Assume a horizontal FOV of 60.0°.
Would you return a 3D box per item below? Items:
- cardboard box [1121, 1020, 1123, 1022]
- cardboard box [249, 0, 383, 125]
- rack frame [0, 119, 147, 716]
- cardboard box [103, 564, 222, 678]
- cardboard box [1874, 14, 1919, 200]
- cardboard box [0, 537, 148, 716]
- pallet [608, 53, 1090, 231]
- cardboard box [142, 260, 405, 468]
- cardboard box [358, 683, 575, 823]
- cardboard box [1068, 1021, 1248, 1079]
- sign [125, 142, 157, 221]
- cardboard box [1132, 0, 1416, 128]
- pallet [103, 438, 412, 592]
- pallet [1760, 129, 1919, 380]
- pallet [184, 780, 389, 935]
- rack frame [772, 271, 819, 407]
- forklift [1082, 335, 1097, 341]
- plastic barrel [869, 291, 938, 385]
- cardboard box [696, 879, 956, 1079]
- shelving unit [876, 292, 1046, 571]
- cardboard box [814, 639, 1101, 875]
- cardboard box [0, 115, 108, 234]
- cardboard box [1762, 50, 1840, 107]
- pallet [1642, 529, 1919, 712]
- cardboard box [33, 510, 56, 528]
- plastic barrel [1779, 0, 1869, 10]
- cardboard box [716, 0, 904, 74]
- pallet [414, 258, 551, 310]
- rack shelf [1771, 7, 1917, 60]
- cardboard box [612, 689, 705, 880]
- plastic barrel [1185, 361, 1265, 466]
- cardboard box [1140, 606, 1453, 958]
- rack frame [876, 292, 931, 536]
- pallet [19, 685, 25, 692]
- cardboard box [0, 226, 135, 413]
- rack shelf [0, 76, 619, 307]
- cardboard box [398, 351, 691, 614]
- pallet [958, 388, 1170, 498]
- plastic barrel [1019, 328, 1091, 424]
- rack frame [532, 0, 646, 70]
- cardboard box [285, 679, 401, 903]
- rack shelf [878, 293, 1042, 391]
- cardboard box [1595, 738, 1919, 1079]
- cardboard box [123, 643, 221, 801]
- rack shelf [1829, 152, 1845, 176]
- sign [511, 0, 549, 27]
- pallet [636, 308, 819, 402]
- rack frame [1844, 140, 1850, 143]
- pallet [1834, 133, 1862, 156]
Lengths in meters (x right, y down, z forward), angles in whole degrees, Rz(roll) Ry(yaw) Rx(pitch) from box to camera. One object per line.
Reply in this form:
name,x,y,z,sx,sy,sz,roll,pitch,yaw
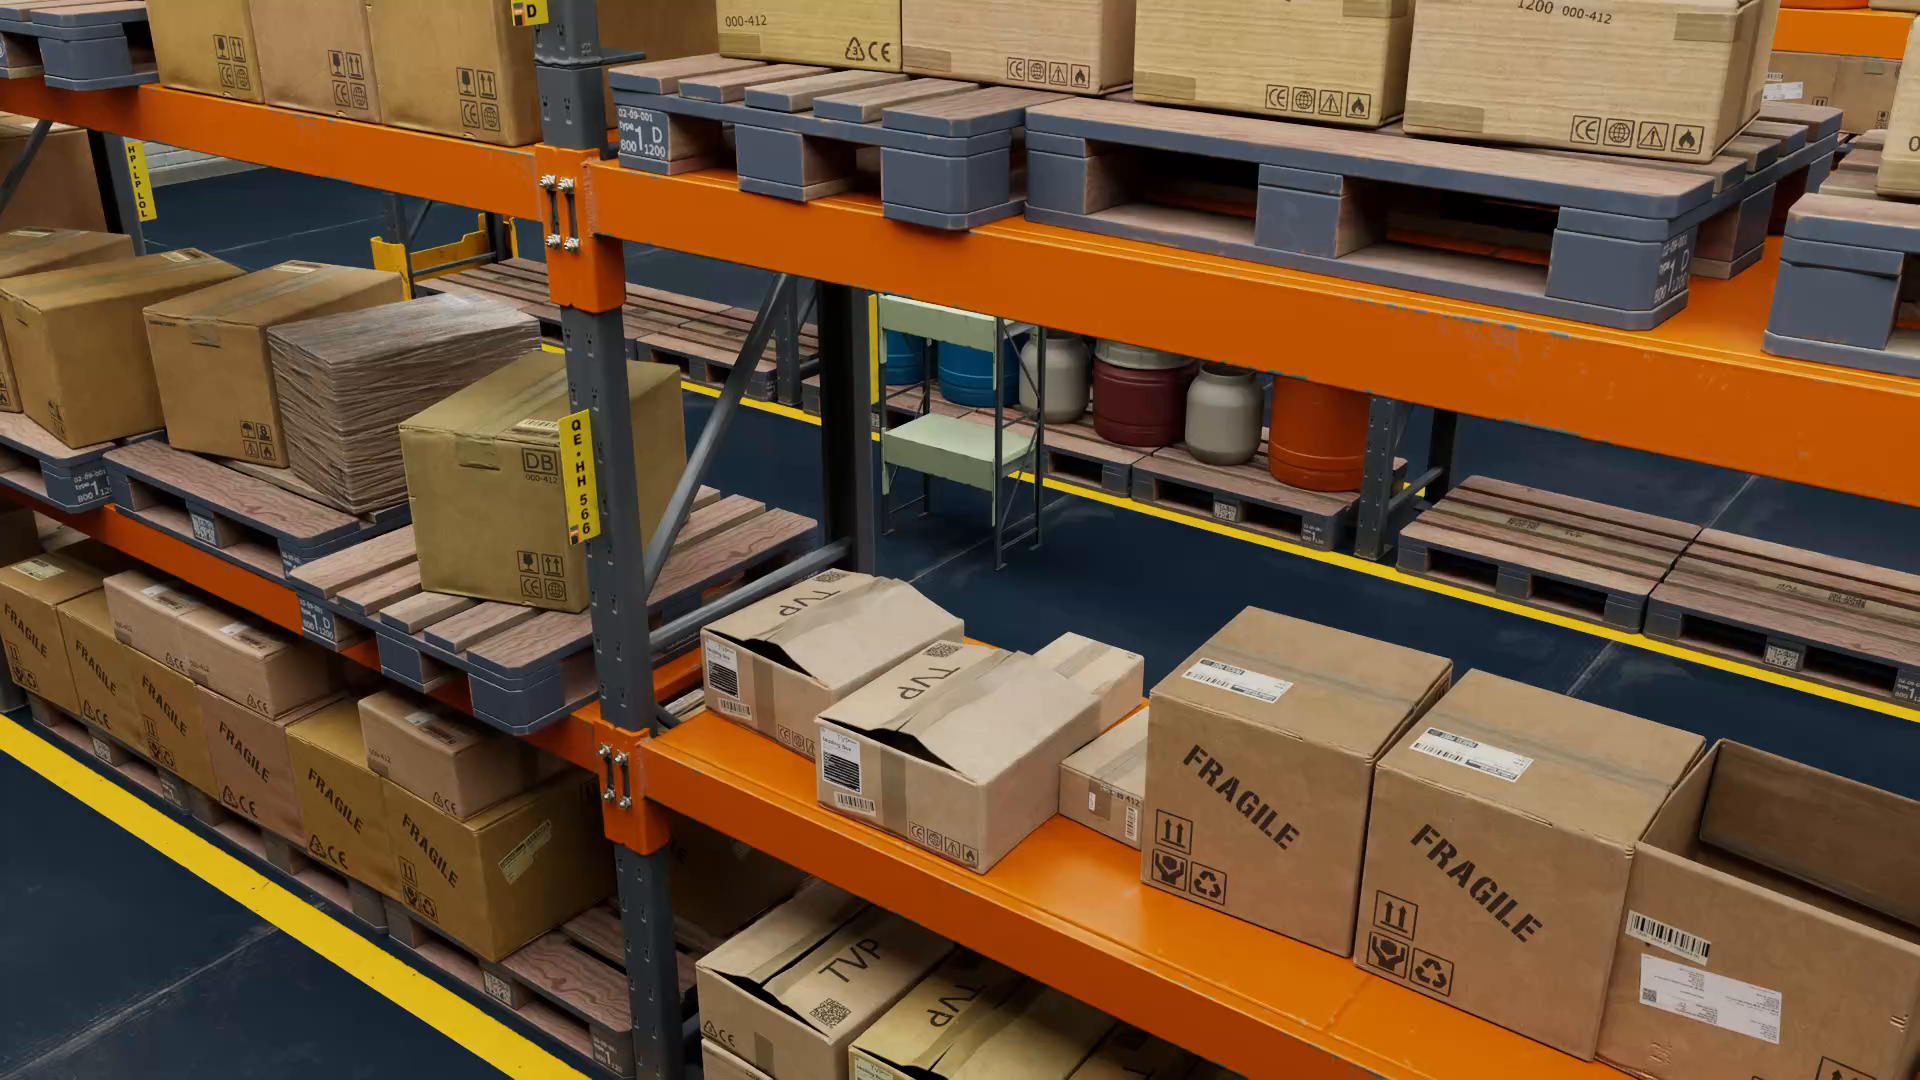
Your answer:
cardboard box,0.384,1.145,4.624,0.500,0.311,0.500,16,29,33
cardboard box,-1.380,-1.471,4.525,0.500,0.500,0.910,17,29,33
rack frame,-3.803,-0.802,6.850,0.127,3.000,1.000,17,29,33
cardboard box,-2.762,0.235,6.122,0.500,0.250,0.500,17,29,33
cardboard box,1.670,-0.648,2.445,0.500,0.250,0.500,14,27,28
cardboard box,-3.562,0.336,6.822,0.500,0.500,0.500,15,28,31
pallet,-0.006,-0.986,3.781,1.003,0.211,1.213,18,30,36
cardboard box,-2.352,-0.633,5.821,0.500,0.500,0.700,9,25,20
cardboard box,-1.539,0.602,5.288,0.500,0.250,0.500,18,30,35
cardboard box,0.473,1.444,3.945,0.500,0.311,0.500,16,28,32
sign,-3.473,-1.512,7.025,0.005,0.325,0.100,17,29,33
cardboard box,0.676,-0.977,3.191,0.500,0.250,0.500,16,28,32
pallet,-2.161,-0.216,5.758,1.213,0.211,1.003,17,29,33
pallet,1.885,-0.362,2.368,1.217,0.209,0.805,16,28,31
pallet,-2.149,0.953,6.325,1.213,0.211,1.003,17,29,33
rack frame,-0.829,-2.399,10.475,0.127,3.000,1.000,17,29,33
forklift,0.913,-2.935,11.777,3.031,2.935,1.130,-11,26,-23
plastic barrel,-0.404,-1.494,10.503,0.708,0.901,0.600,17,29,33
cardboard box,-0.359,1.196,4.509,0.500,0.311,0.500,18,29,35
shelving unit,0.005,-0.685,8.444,0.755,1.500,0.431,17,29,33
cardboard box,-0.003,0.485,4.040,0.500,0.311,0.500,16,29,33
cardboard box,-4.011,-1.510,7.093,0.500,0.500,0.500,18,29,35
cardboard box,5.798,-3.150,11.535,0.500,0.500,0.500,13,27,27
pallet,3.940,0.339,7.719,1.213,0.211,1.003,17,29,33
cardboard box,-4.707,-0.084,8.189,0.250,0.166,0.380,17,29,33
plastic barrel,3.422,-2.575,6.620,0.708,0.830,0.600,17,29,33
cardboard box,-0.205,-1.239,3.788,0.500,0.250,0.500,14,28,29
pallet,-3.393,-1.879,12.752,1.213,0.211,1.003,17,29,33
rack shelf,3.972,-1.992,6.723,4.000,0.370,1.077,17,29,33
cardboard box,-1.217,0.781,5.813,0.500,0.500,0.500,16,28,31
plastic barrel,1.464,-0.706,9.197,0.421,0.512,0.421,0,24,0
cardboard box,0.750,0.520,3.726,0.500,0.500,0.500,15,28,31
rack frame,-0.287,-0.773,8.645,0.023,1.500,0.400,17,29,33
pallet,-4.352,0.308,7.790,1.213,0.211,1.003,17,29,33
cardboard box,-3.558,-0.853,6.322,0.500,0.500,0.700,7,25,16
rack shelf,-2.203,-1.362,5.293,4.000,0.370,1.077,17,29,33
cardboard box,-1.174,-0.189,4.813,0.500,0.500,0.700,7,25,16
pallet,0.744,-0.628,9.914,1.213,0.211,1.003,17,29,33
plastic barrel,0.561,-0.979,9.817,0.421,0.512,0.421,0,24,0
rack frame,-0.602,-2.580,3.445,0.127,3.000,1.000,17,29,33
cardboard box,-1.905,0.832,5.696,0.500,0.500,0.500,16,28,31
rack shelf,0.005,-1.042,8.287,0.720,0.370,0.431,17,29,33
cardboard box,1.572,0.768,3.162,0.500,0.500,0.500,19,30,37
cardboard box,-2.733,0.585,6.257,0.500,0.500,0.500,17,29,34
rack shelf,6.942,-2.217,10.954,4.000,0.370,1.077,17,29,33
sign,-0.929,-1.270,3.550,0.005,0.325,0.100,17,29,33
pallet,-1.441,-1.289,11.413,1.213,0.211,1.003,17,29,33
rack frame,8.398,-4.606,15.483,0.127,3.000,1.000,17,29,33
pallet,5.976,-2.804,11.632,1.003,0.211,1.213,17,29,33
